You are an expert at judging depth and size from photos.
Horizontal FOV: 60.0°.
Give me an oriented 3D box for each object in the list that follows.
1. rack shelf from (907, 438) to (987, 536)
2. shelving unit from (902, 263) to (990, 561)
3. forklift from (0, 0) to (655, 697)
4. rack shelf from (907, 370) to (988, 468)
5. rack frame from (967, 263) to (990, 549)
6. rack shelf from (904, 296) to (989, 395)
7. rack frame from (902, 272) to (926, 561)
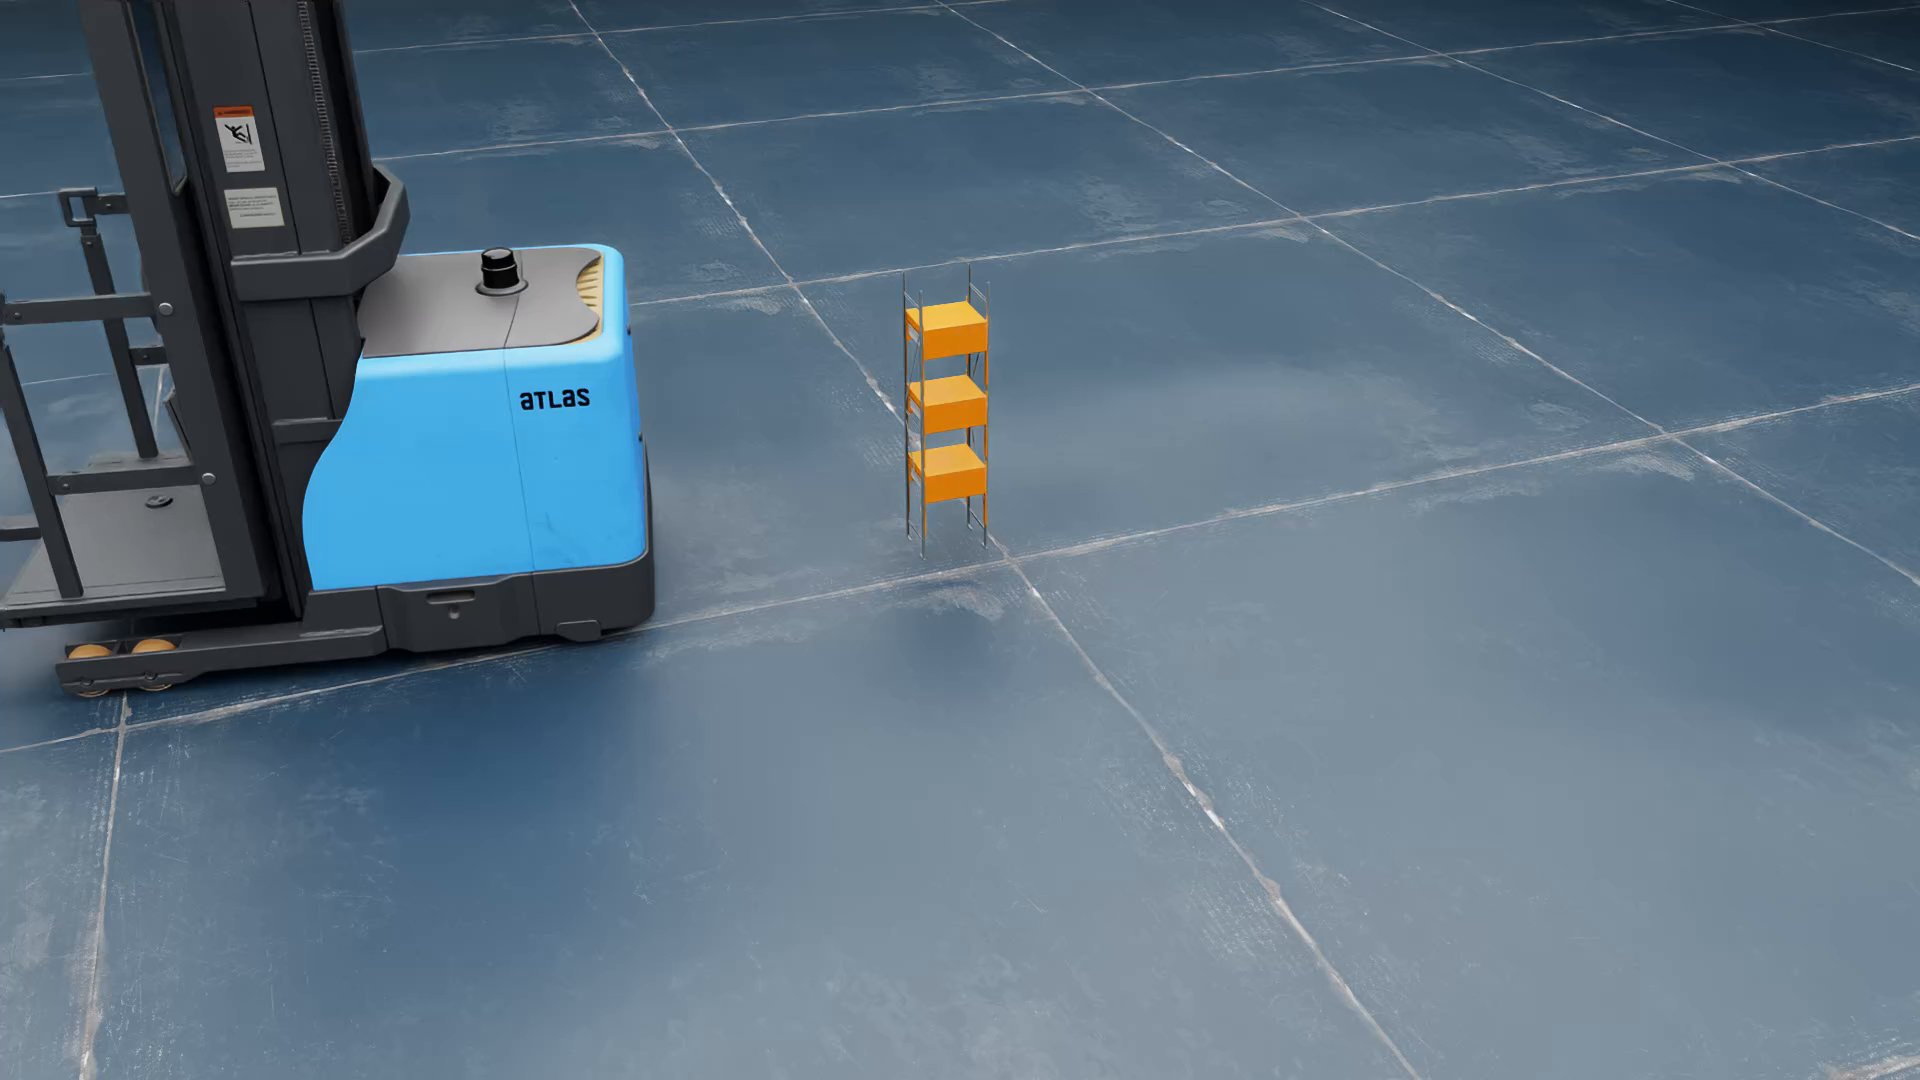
[{"bbox_3d":[-0.050,-0.196,6.117,0.240,0.259,0.215,-10,31,-18],"label":"rack shelf"},{"bbox_3d":[-0.050,-0.447,5.974,0.252,1.050,0.215,-10,31,-18],"label":"shelving unit"},{"bbox_3d":[-2.609,-1.051,5.133,3.031,2.935,1.130,-5,30,-9],"label":"forklift"},{"bbox_3d":[-0.050,-0.438,5.979,0.240,0.259,0.215,-10,31,-18],"label":"rack shelf"},{"bbox_3d":[0.064,-0.468,6.011,0.008,1.050,0.200,-10,31,-18],"label":"rack frame"},{"bbox_3d":[-0.050,-0.684,5.839,0.240,0.259,0.215,-10,31,-18],"label":"rack shelf"},{"bbox_3d":[-0.164,-0.426,5.937,0.008,1.050,0.200,-10,31,-18],"label":"rack frame"}]
